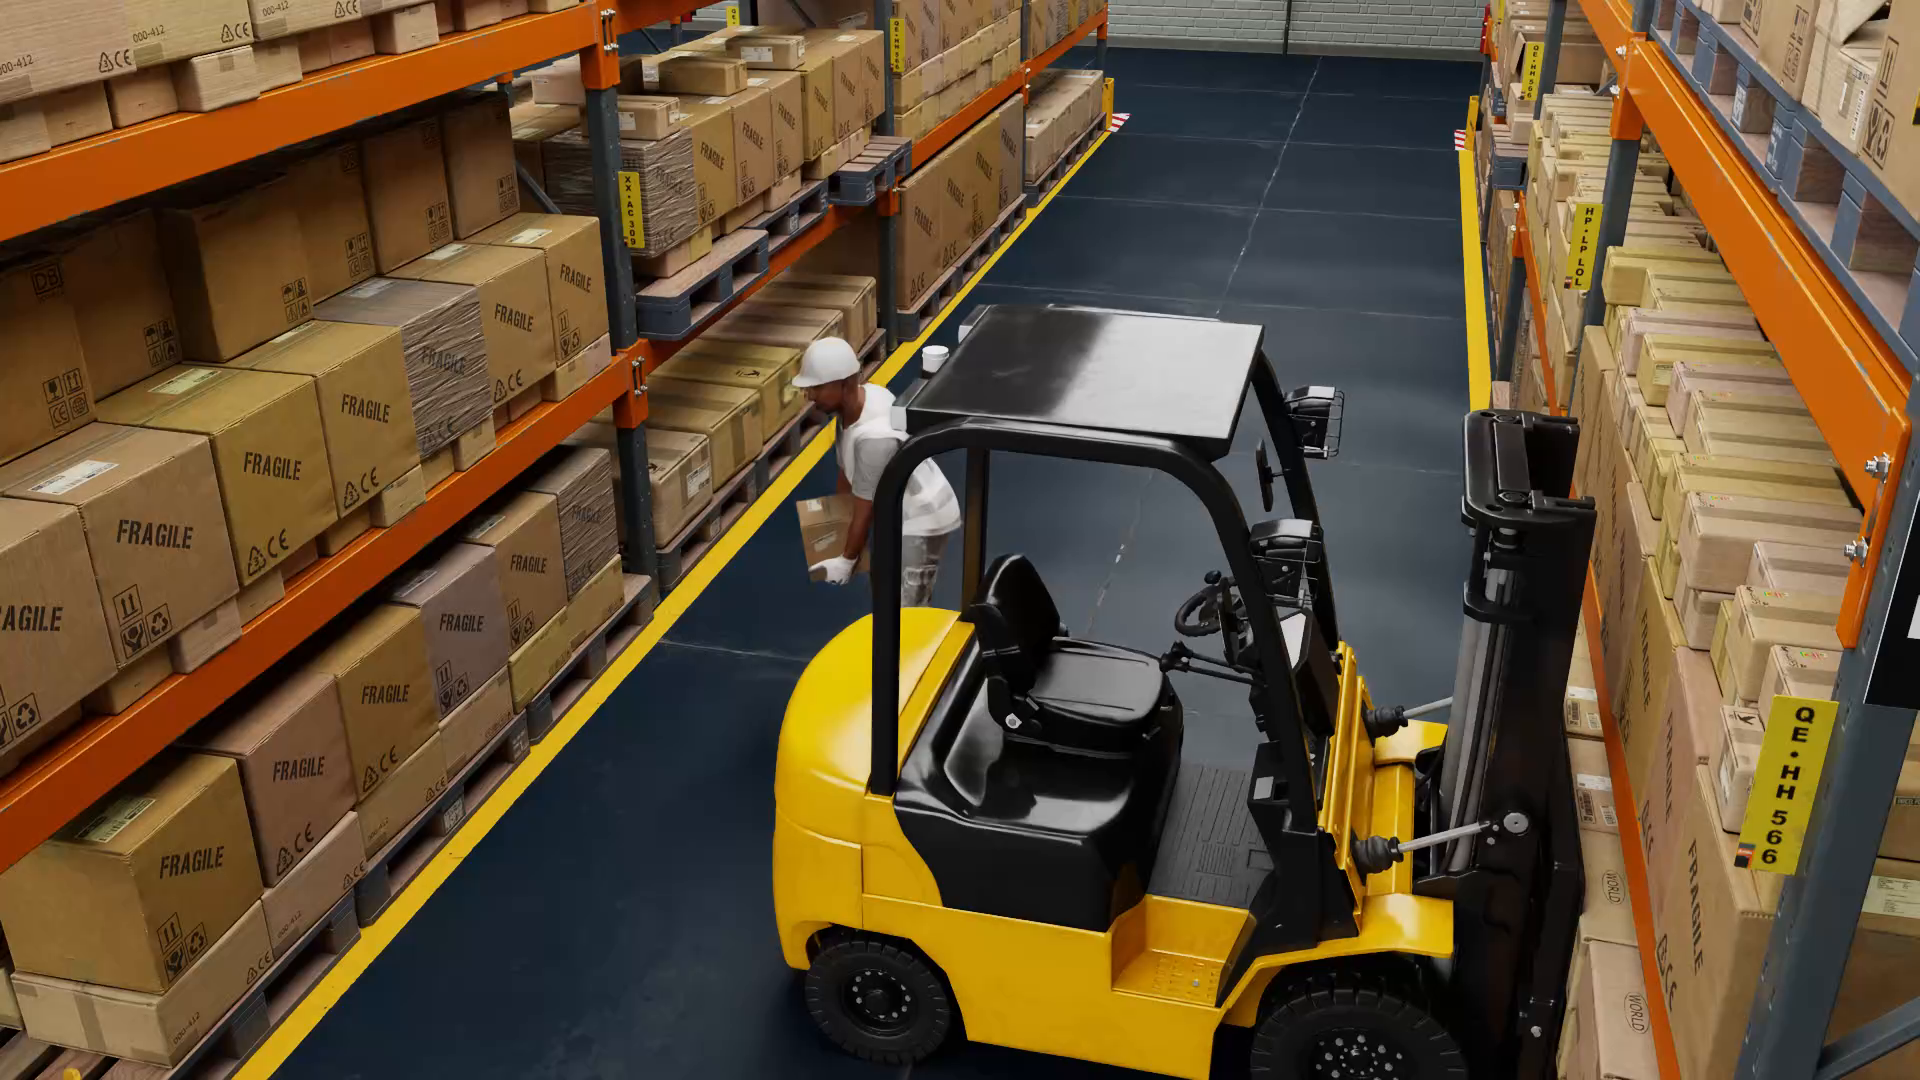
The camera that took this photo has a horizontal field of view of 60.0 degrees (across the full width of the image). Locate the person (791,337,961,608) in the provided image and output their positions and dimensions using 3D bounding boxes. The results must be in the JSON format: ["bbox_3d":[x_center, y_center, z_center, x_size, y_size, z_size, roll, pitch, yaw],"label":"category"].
[{"bbox_3d":[-0.333,-0.021,6.730,0.652,1.697,0.481,-7,26,-14],"label":"person"}]
